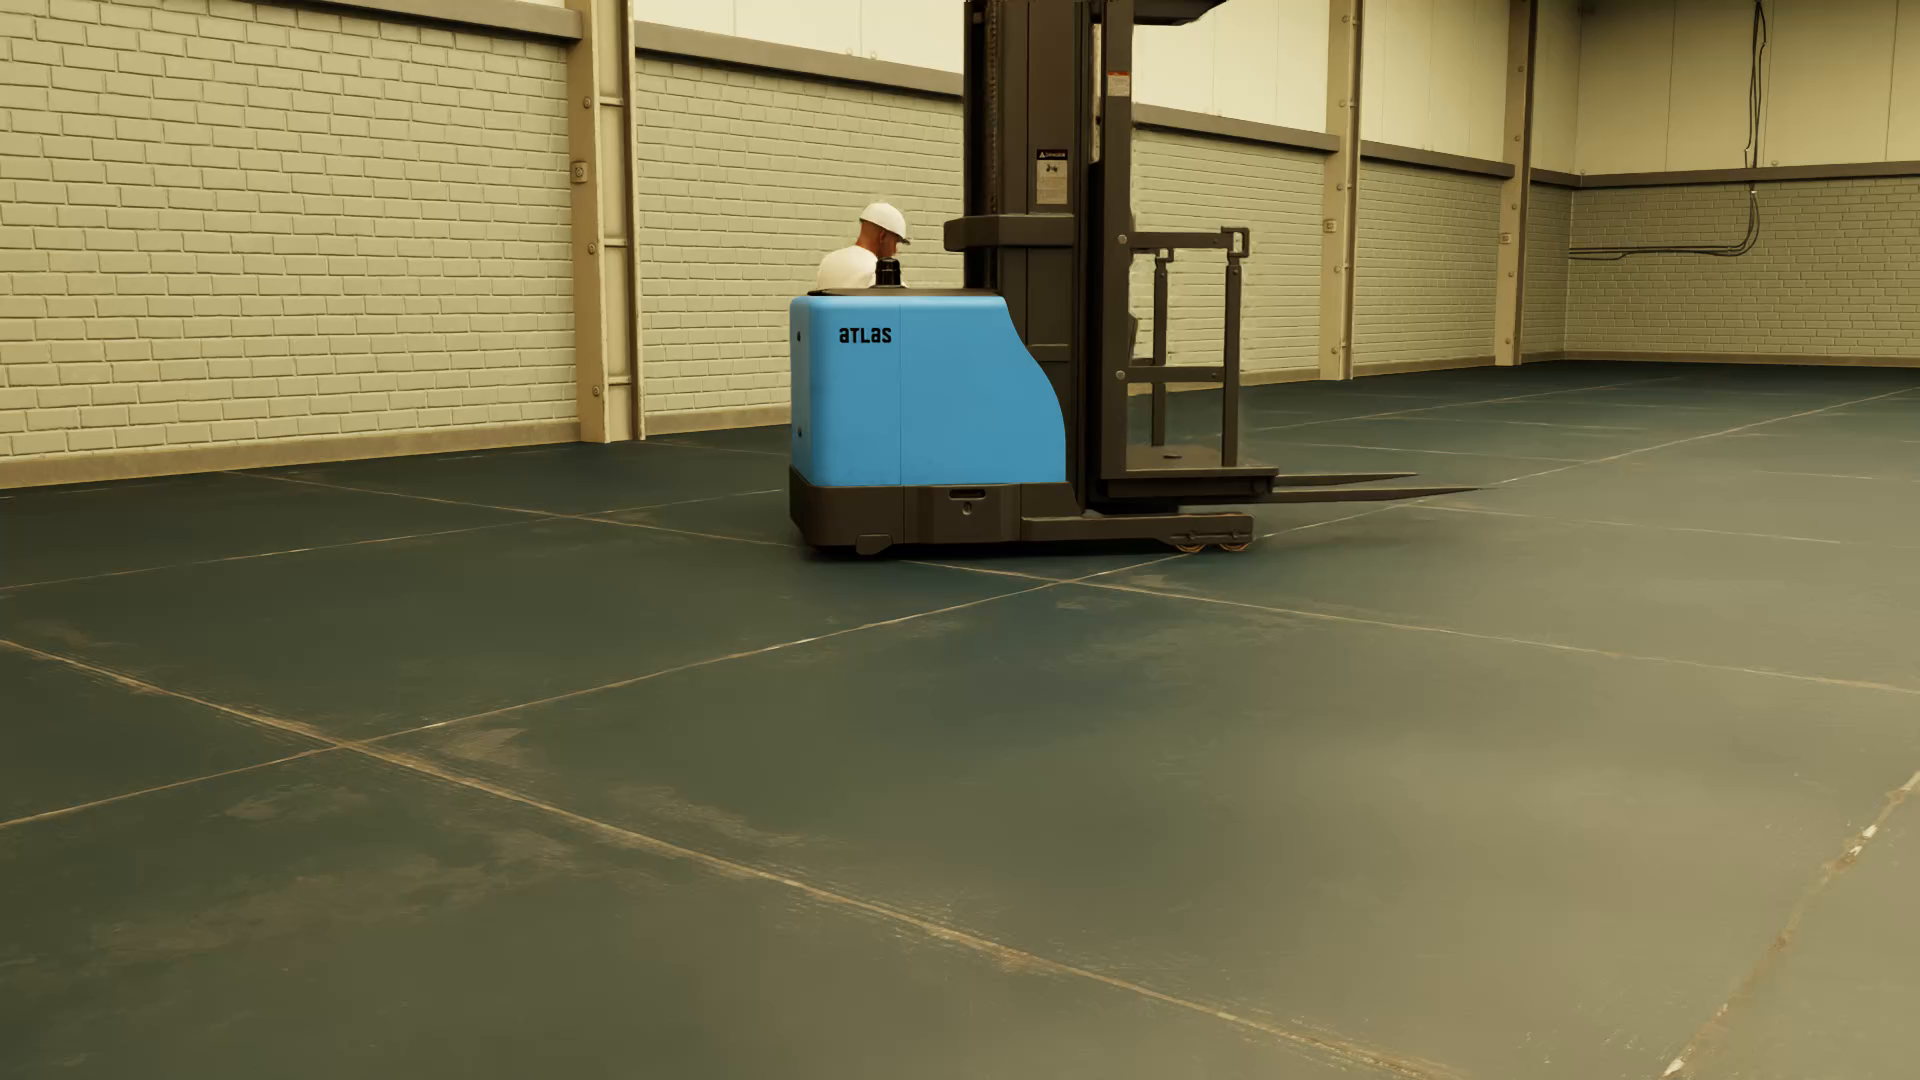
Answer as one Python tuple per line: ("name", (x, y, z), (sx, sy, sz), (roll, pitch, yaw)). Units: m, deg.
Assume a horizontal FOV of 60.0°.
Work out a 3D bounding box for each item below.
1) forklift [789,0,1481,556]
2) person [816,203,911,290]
("forklift", (0.786, -1.468, 7.313), (3.031, 2.935, 1.130), (-2, 8, -11))
("person", (-0.364, -0.929, 8.468), (0.782, 1.534, 1.022), (-5, 10, -33))
